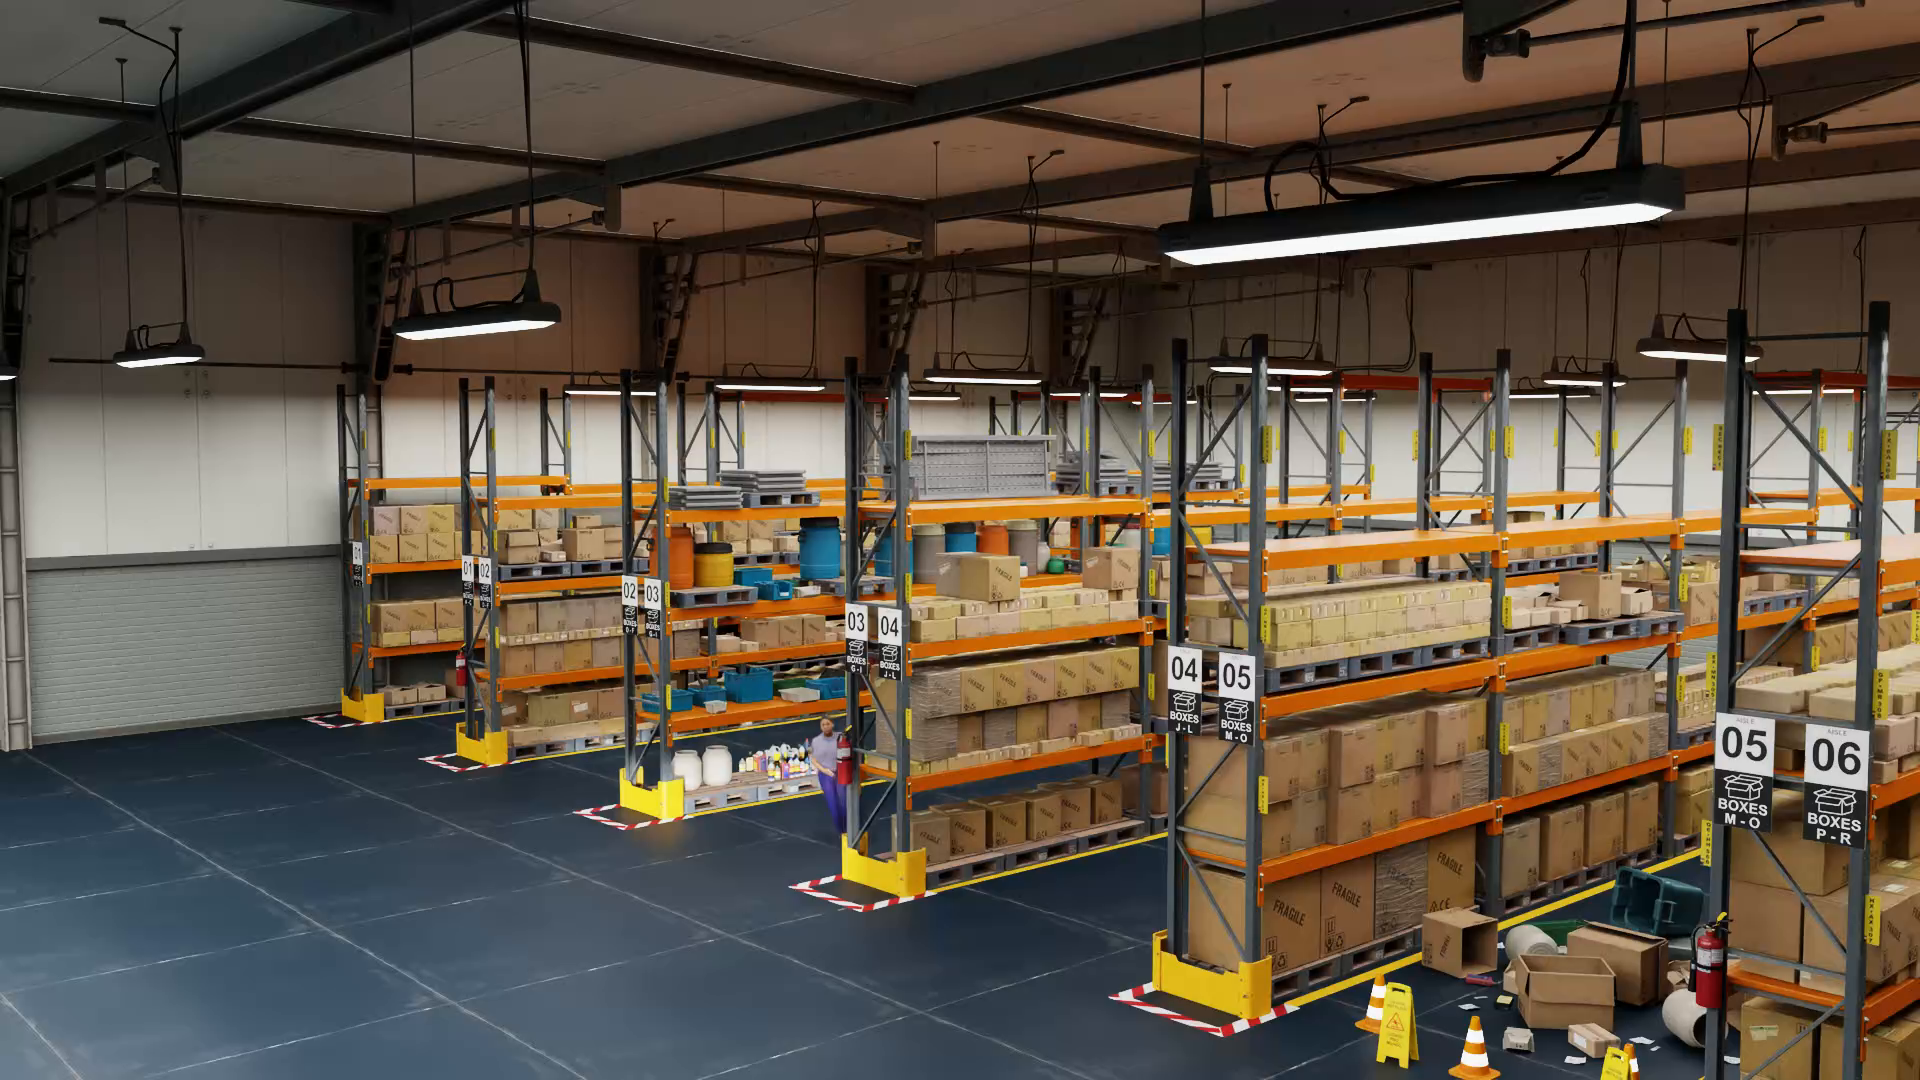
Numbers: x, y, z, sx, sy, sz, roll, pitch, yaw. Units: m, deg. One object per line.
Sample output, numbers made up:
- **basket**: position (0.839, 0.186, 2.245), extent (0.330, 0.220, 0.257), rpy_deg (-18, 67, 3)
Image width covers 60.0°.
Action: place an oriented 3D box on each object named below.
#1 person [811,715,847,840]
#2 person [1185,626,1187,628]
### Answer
- **person**: position (-1.547, 2.989, 20.650), extent (0.604, 1.649, 0.712), rpy_deg (0, 4, 3)
- **person**: position (4.562, 2.188, 33.885), extent (0.638, 1.528, 0.918), rpy_deg (2, 4, 31)
